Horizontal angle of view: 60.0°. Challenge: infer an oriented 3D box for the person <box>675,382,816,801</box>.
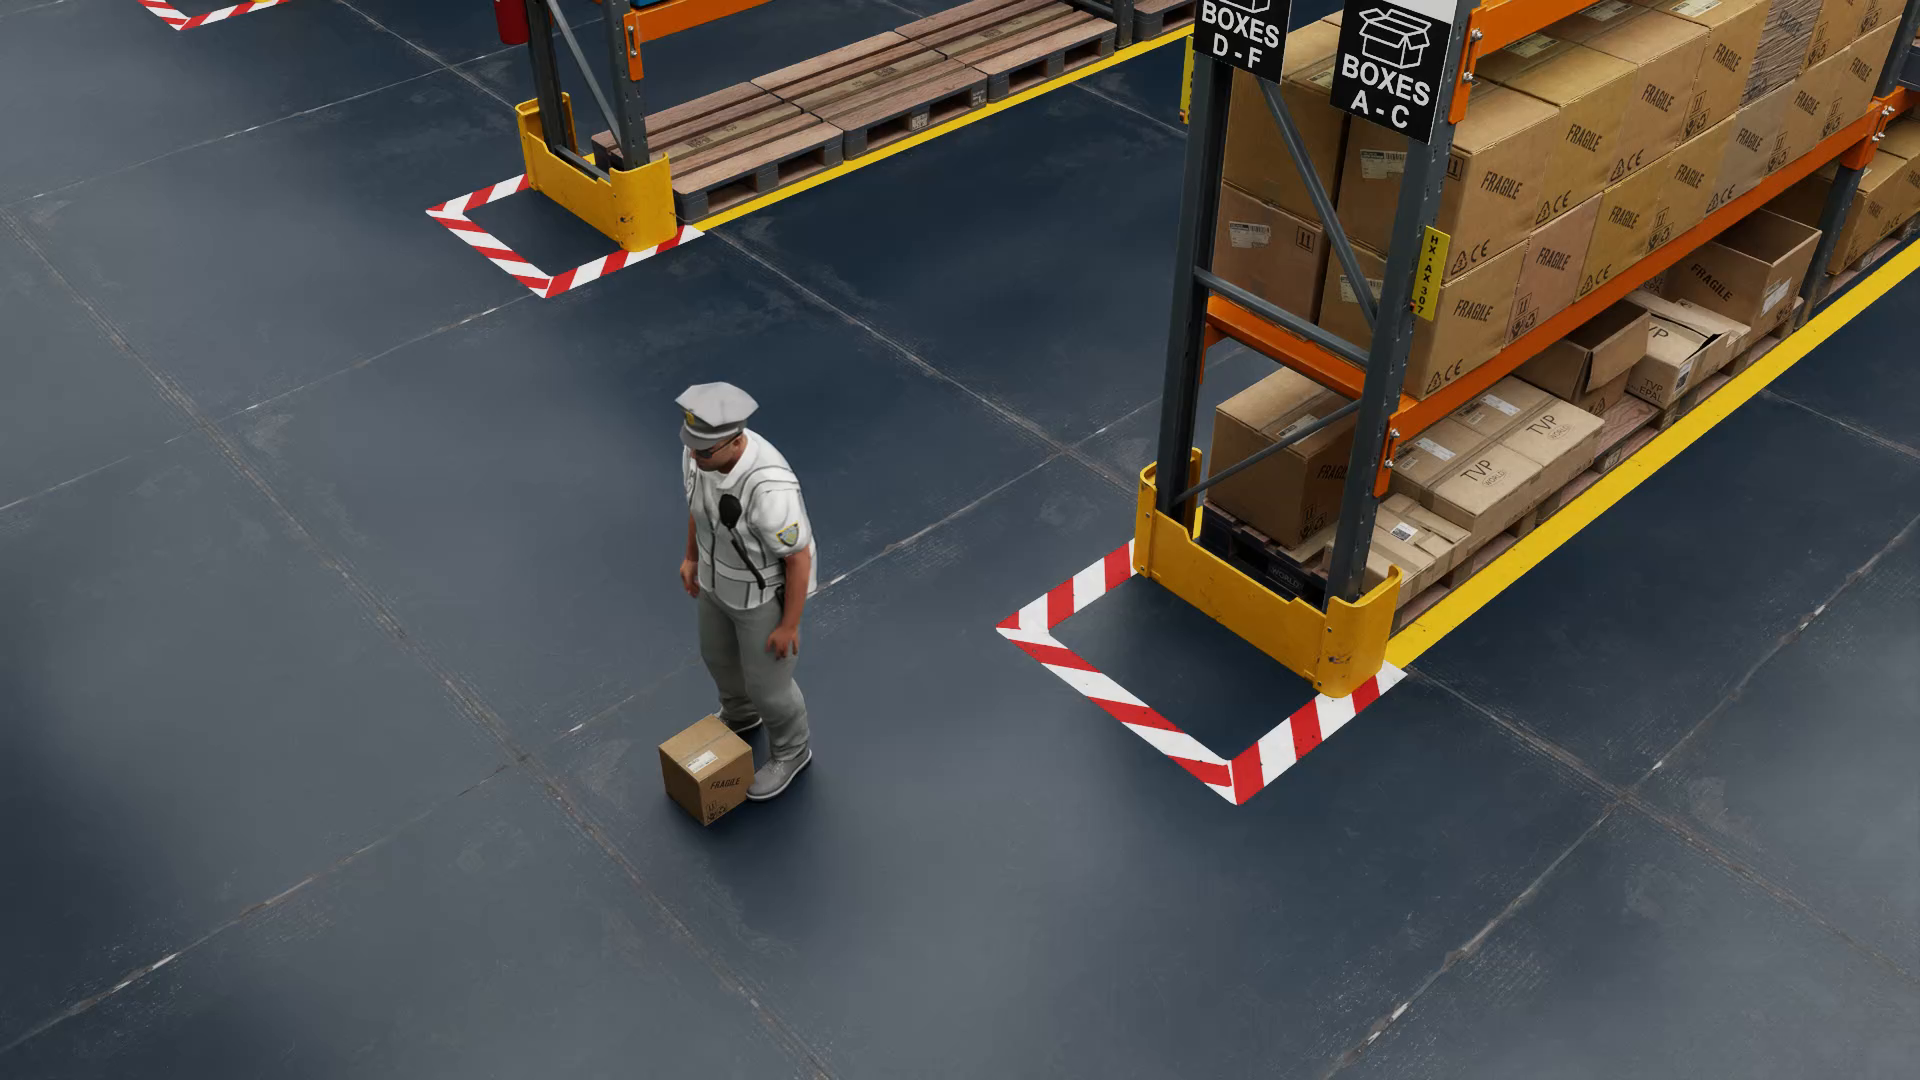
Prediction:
[{"bbox_3d":[-0.750,0.162,5.952,0.427,1.750,0.603,-32,49,-33],"label":"person"}]
